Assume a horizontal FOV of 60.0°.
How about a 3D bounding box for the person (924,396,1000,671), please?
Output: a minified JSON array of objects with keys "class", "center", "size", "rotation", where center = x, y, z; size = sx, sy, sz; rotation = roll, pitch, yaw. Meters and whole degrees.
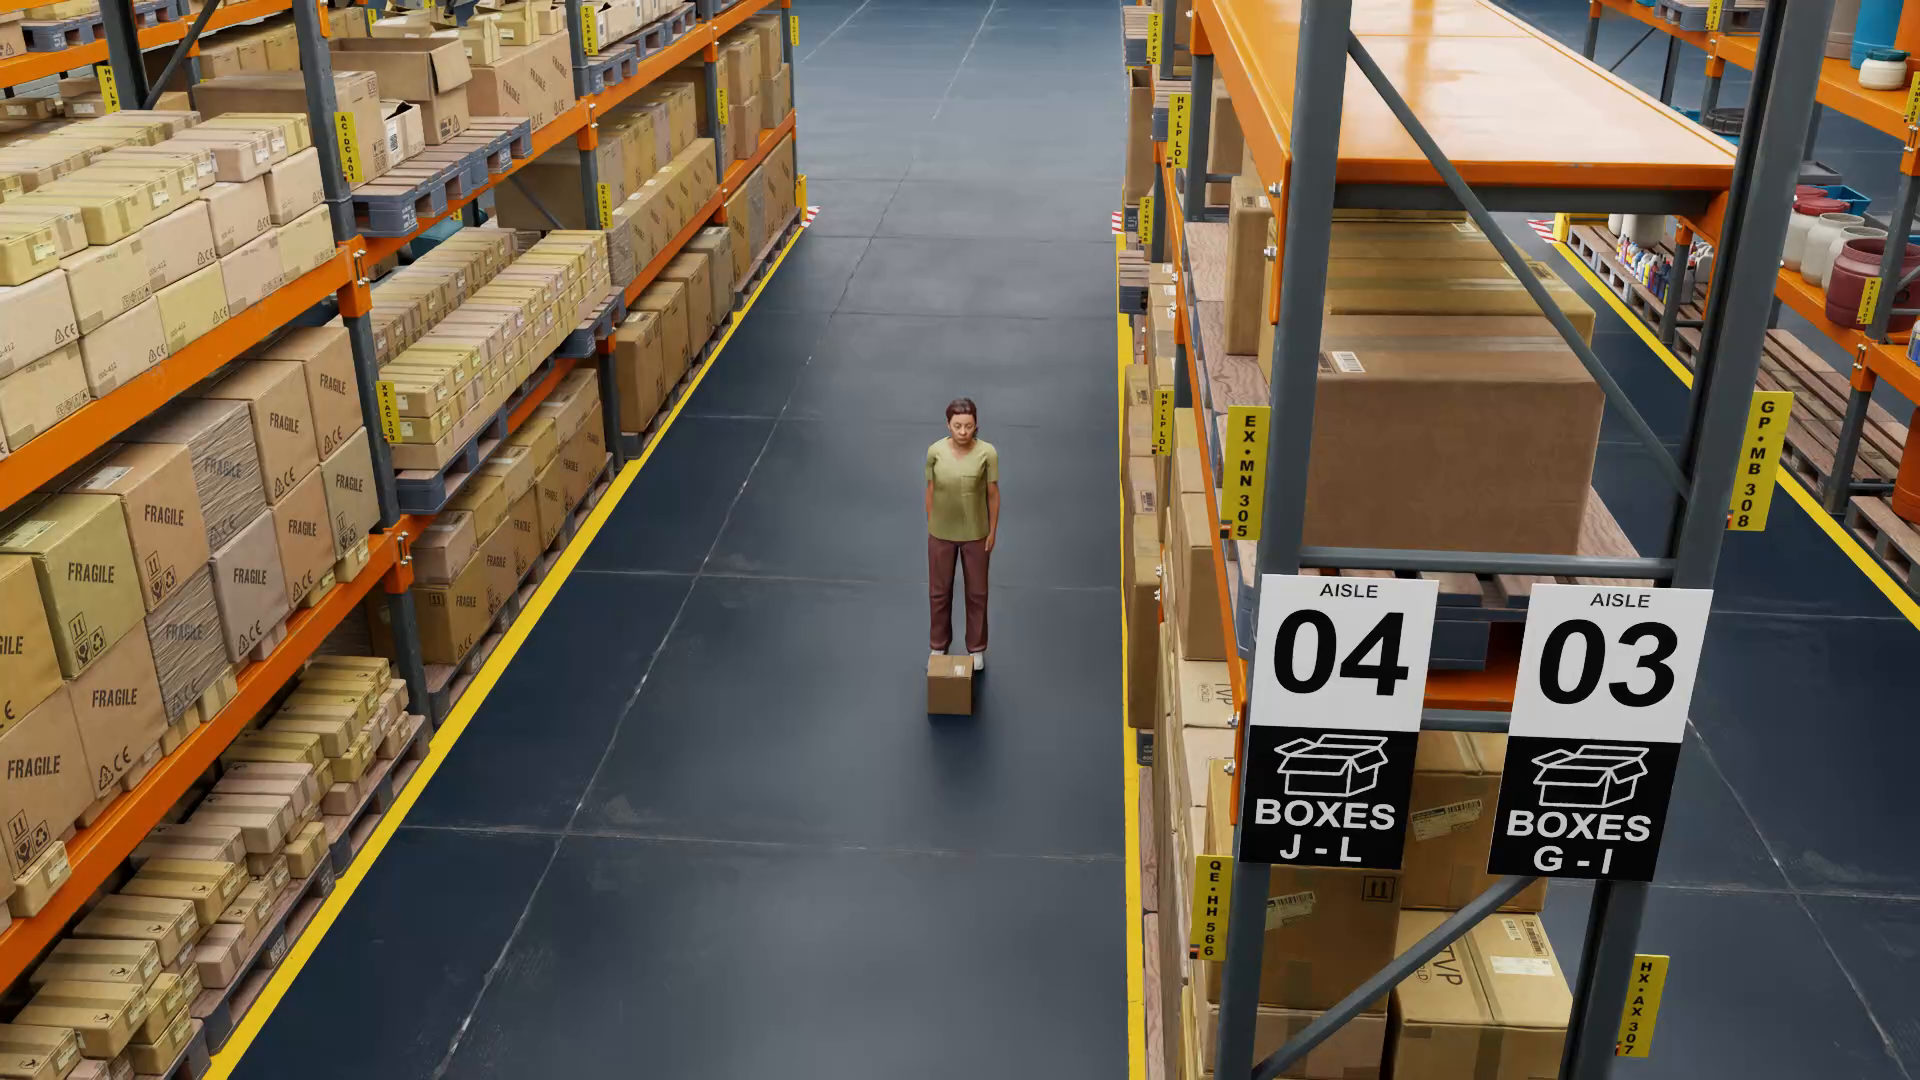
[{"class":"person","center":[0.009,-0.034,9.696],"size":[0.441,1.670,0.344],"rotation":[2,25,5]}]
